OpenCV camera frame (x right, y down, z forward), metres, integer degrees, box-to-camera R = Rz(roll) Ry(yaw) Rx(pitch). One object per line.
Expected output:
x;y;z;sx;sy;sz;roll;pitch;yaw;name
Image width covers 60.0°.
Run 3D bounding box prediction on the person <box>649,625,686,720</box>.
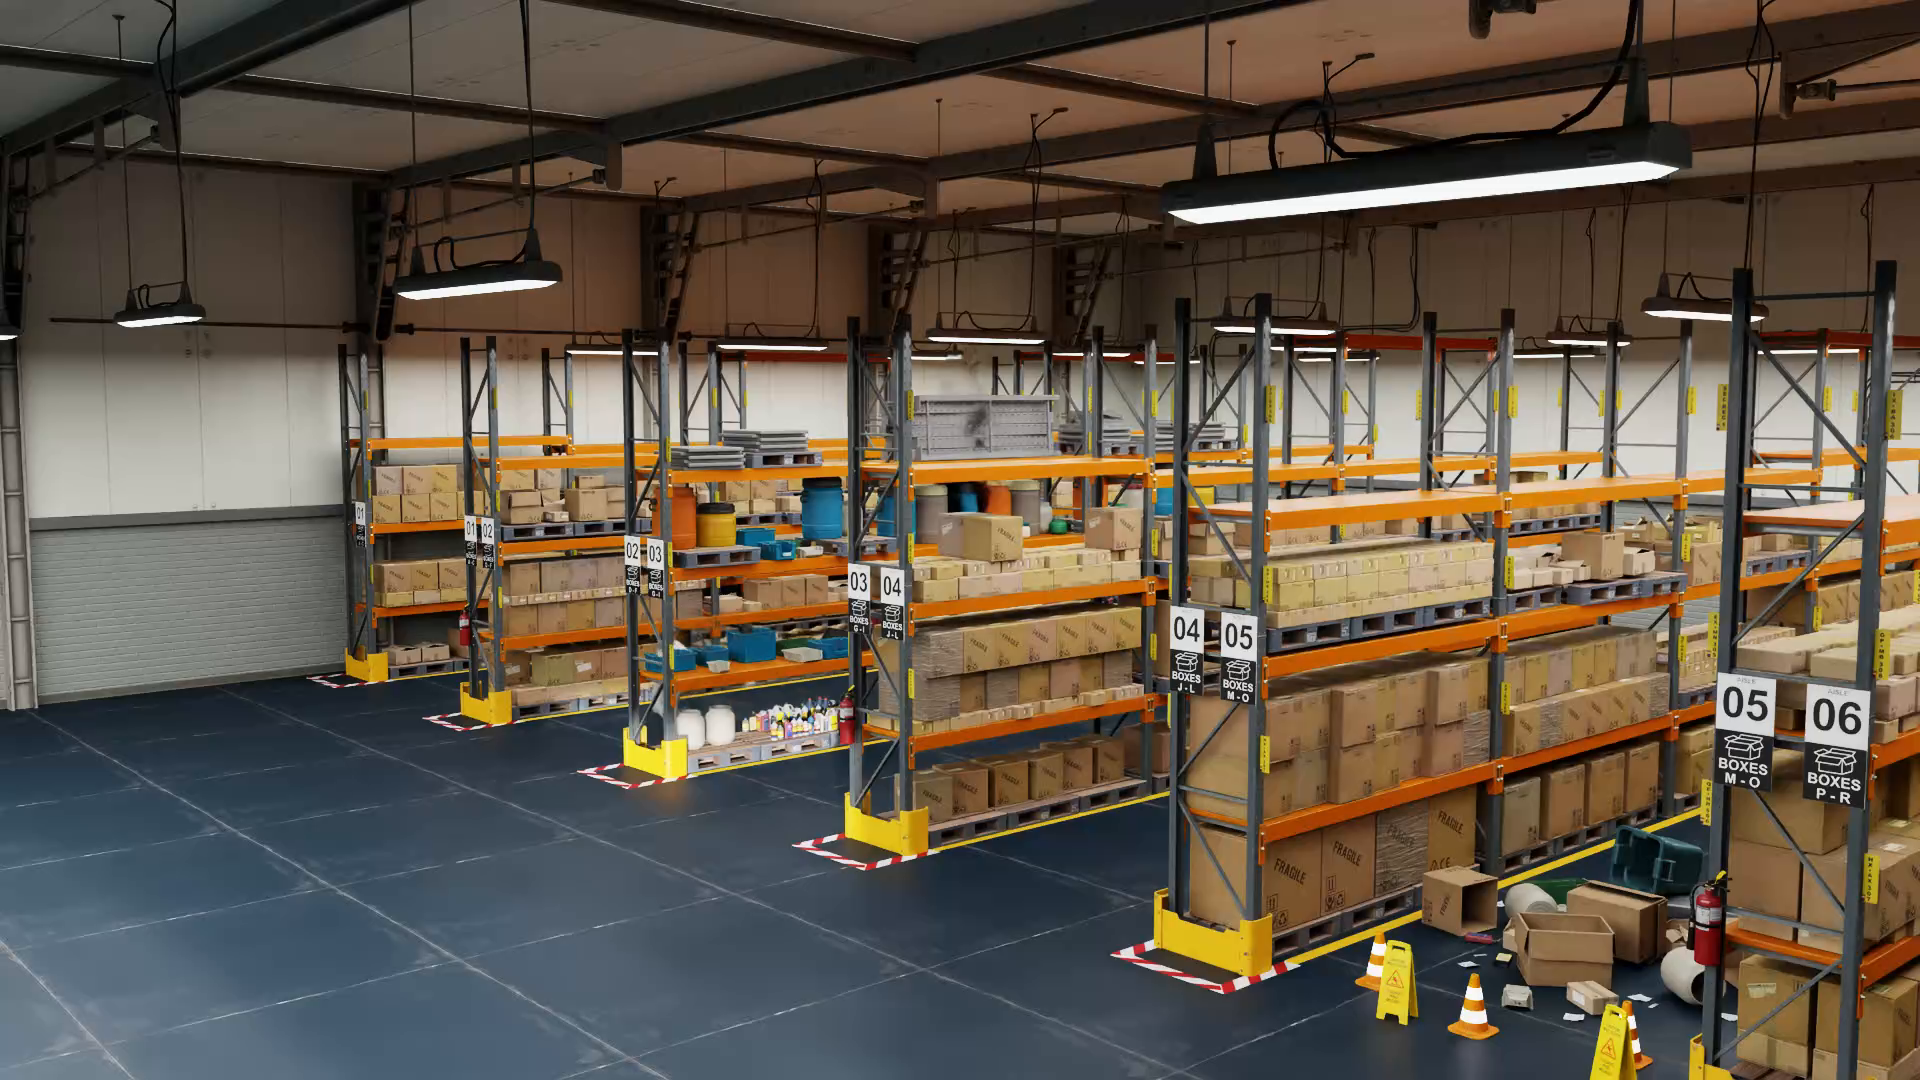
-4.354;2.087;24.690;0.664;1.729;0.590;4;6;35;person
